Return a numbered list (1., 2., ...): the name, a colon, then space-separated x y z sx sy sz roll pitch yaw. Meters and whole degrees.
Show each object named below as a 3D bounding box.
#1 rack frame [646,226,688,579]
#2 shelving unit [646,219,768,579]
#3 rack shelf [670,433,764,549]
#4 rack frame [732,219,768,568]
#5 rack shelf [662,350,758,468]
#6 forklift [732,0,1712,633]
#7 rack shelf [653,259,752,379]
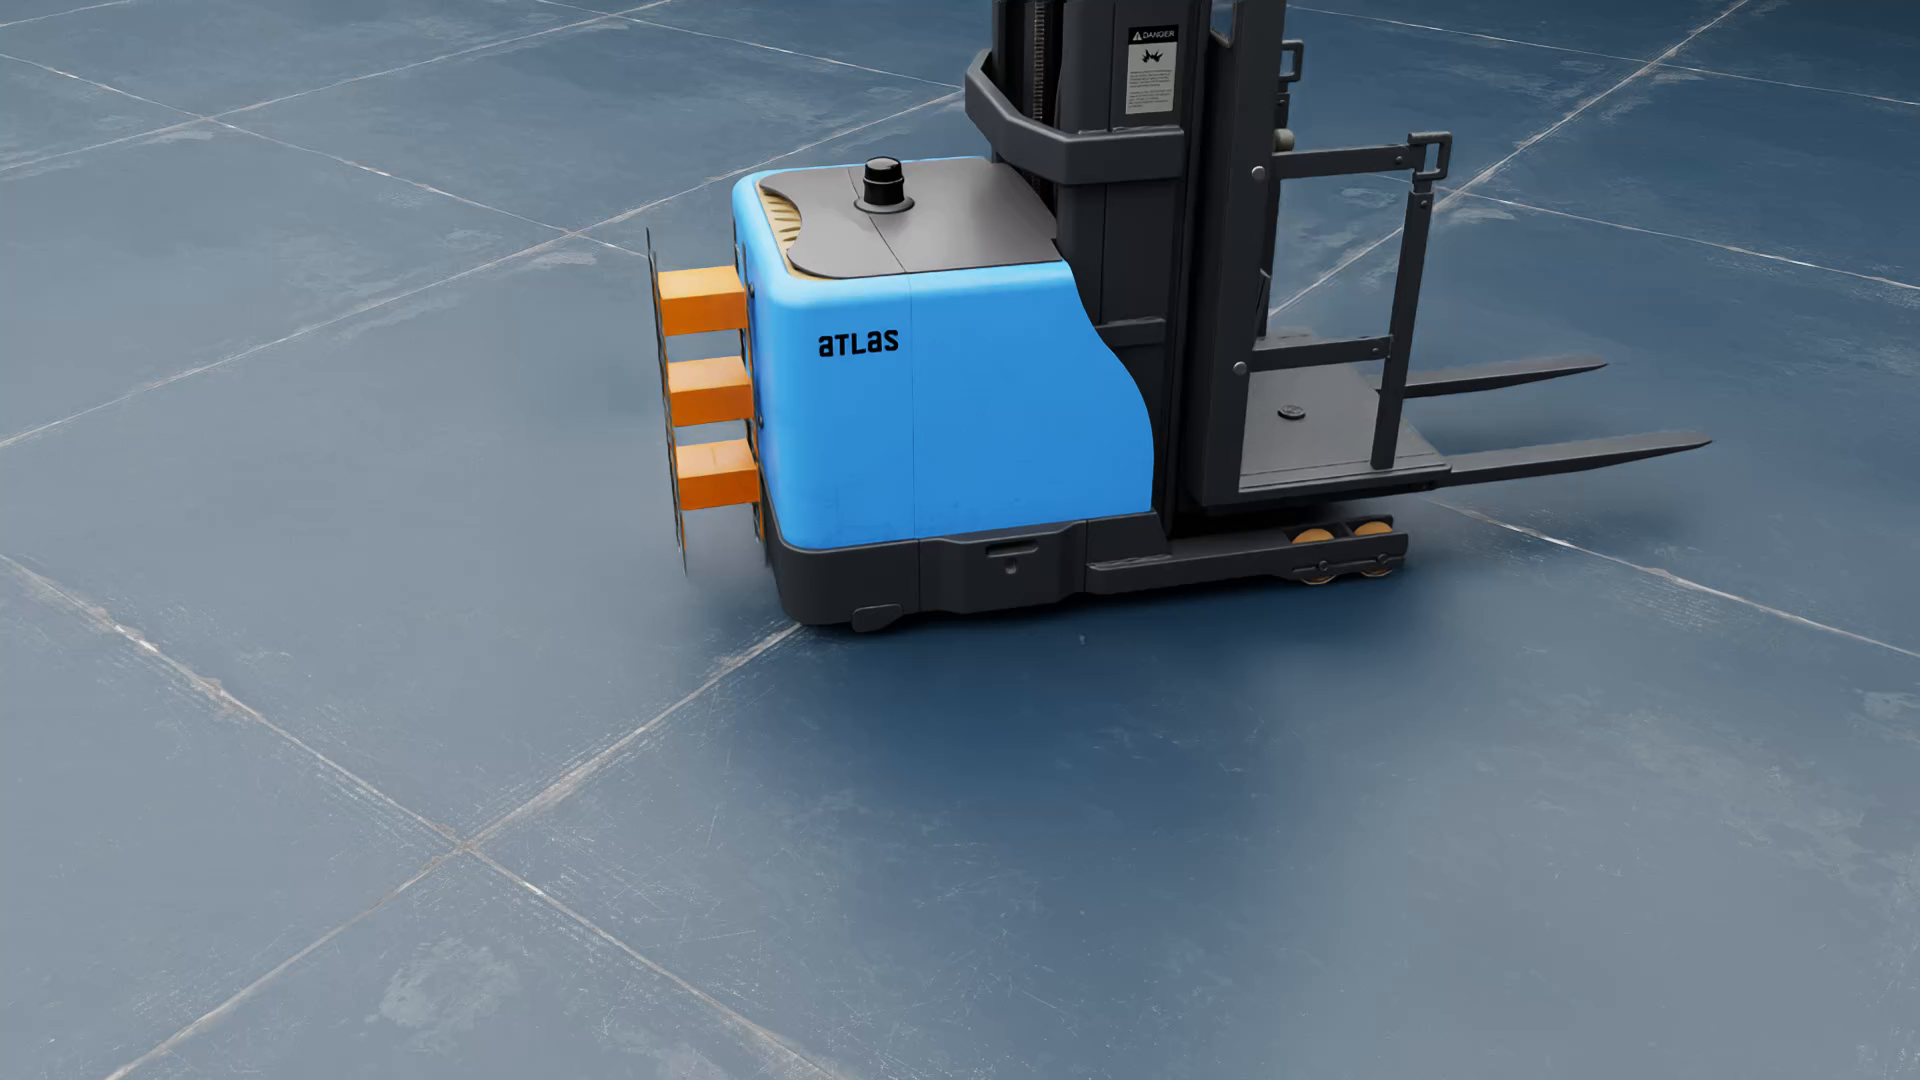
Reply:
1. rack frame: -0.856 -0.382 4.865 0.008 1.050 0.200 -8 32 -13
2. shelving unit: -0.738 -0.398 4.892 0.252 1.050 0.215 -8 32 -13
3. rack shelf: -0.738 -0.150 5.039 0.240 0.259 0.215 -8 32 -13
4. rack frame: -0.620 -0.414 4.919 0.008 1.050 0.200 -8 32 -13
5. rack shelf: -0.738 -0.389 4.897 0.240 0.259 0.215 -8 32 -13
6. forklift: 0.875 -1.381 4.705 3.031 2.935 1.130 -7 31 -11
7. rack shelf: -0.738 -0.633 4.752 0.240 0.259 0.215 -8 32 -13
